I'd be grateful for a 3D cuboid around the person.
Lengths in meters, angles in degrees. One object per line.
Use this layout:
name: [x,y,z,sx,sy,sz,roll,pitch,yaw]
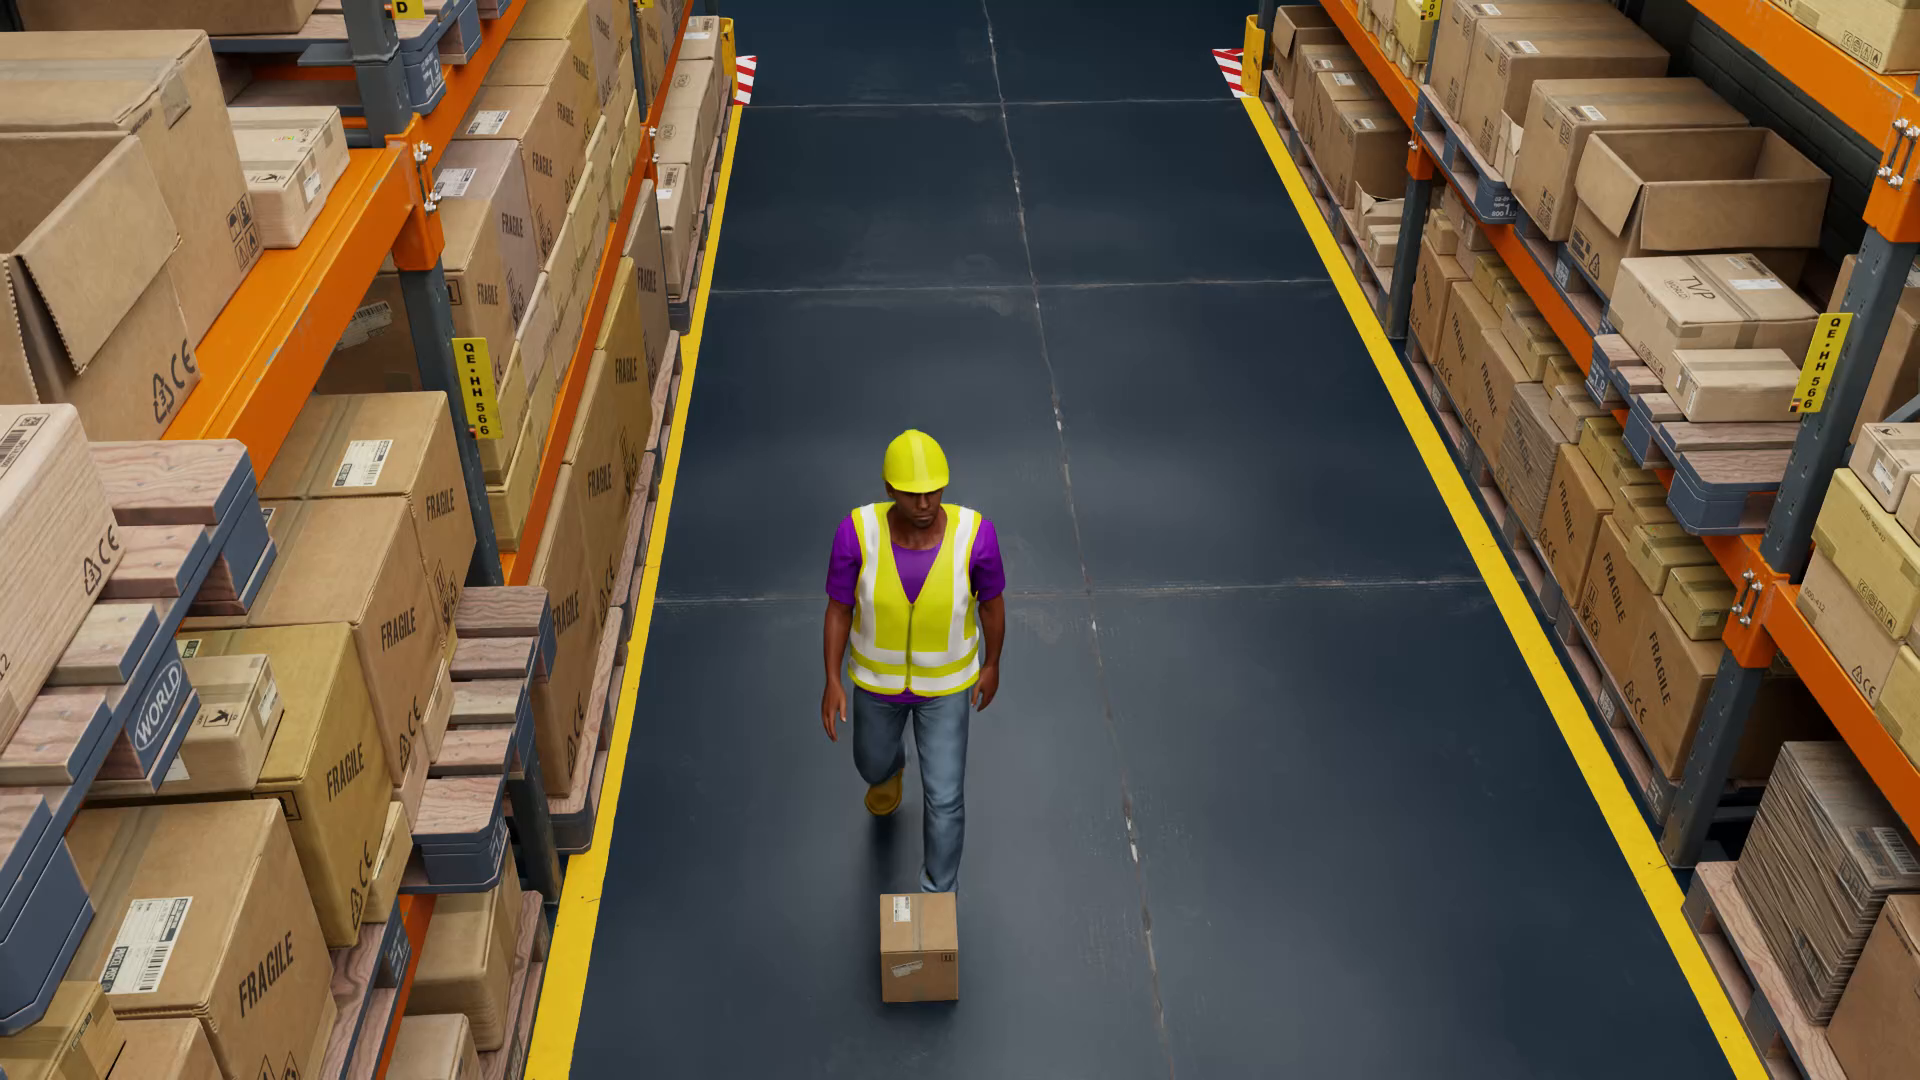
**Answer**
person: [-0.154,0.463,5.466,0.583,1.742,0.889,3,35,4]
